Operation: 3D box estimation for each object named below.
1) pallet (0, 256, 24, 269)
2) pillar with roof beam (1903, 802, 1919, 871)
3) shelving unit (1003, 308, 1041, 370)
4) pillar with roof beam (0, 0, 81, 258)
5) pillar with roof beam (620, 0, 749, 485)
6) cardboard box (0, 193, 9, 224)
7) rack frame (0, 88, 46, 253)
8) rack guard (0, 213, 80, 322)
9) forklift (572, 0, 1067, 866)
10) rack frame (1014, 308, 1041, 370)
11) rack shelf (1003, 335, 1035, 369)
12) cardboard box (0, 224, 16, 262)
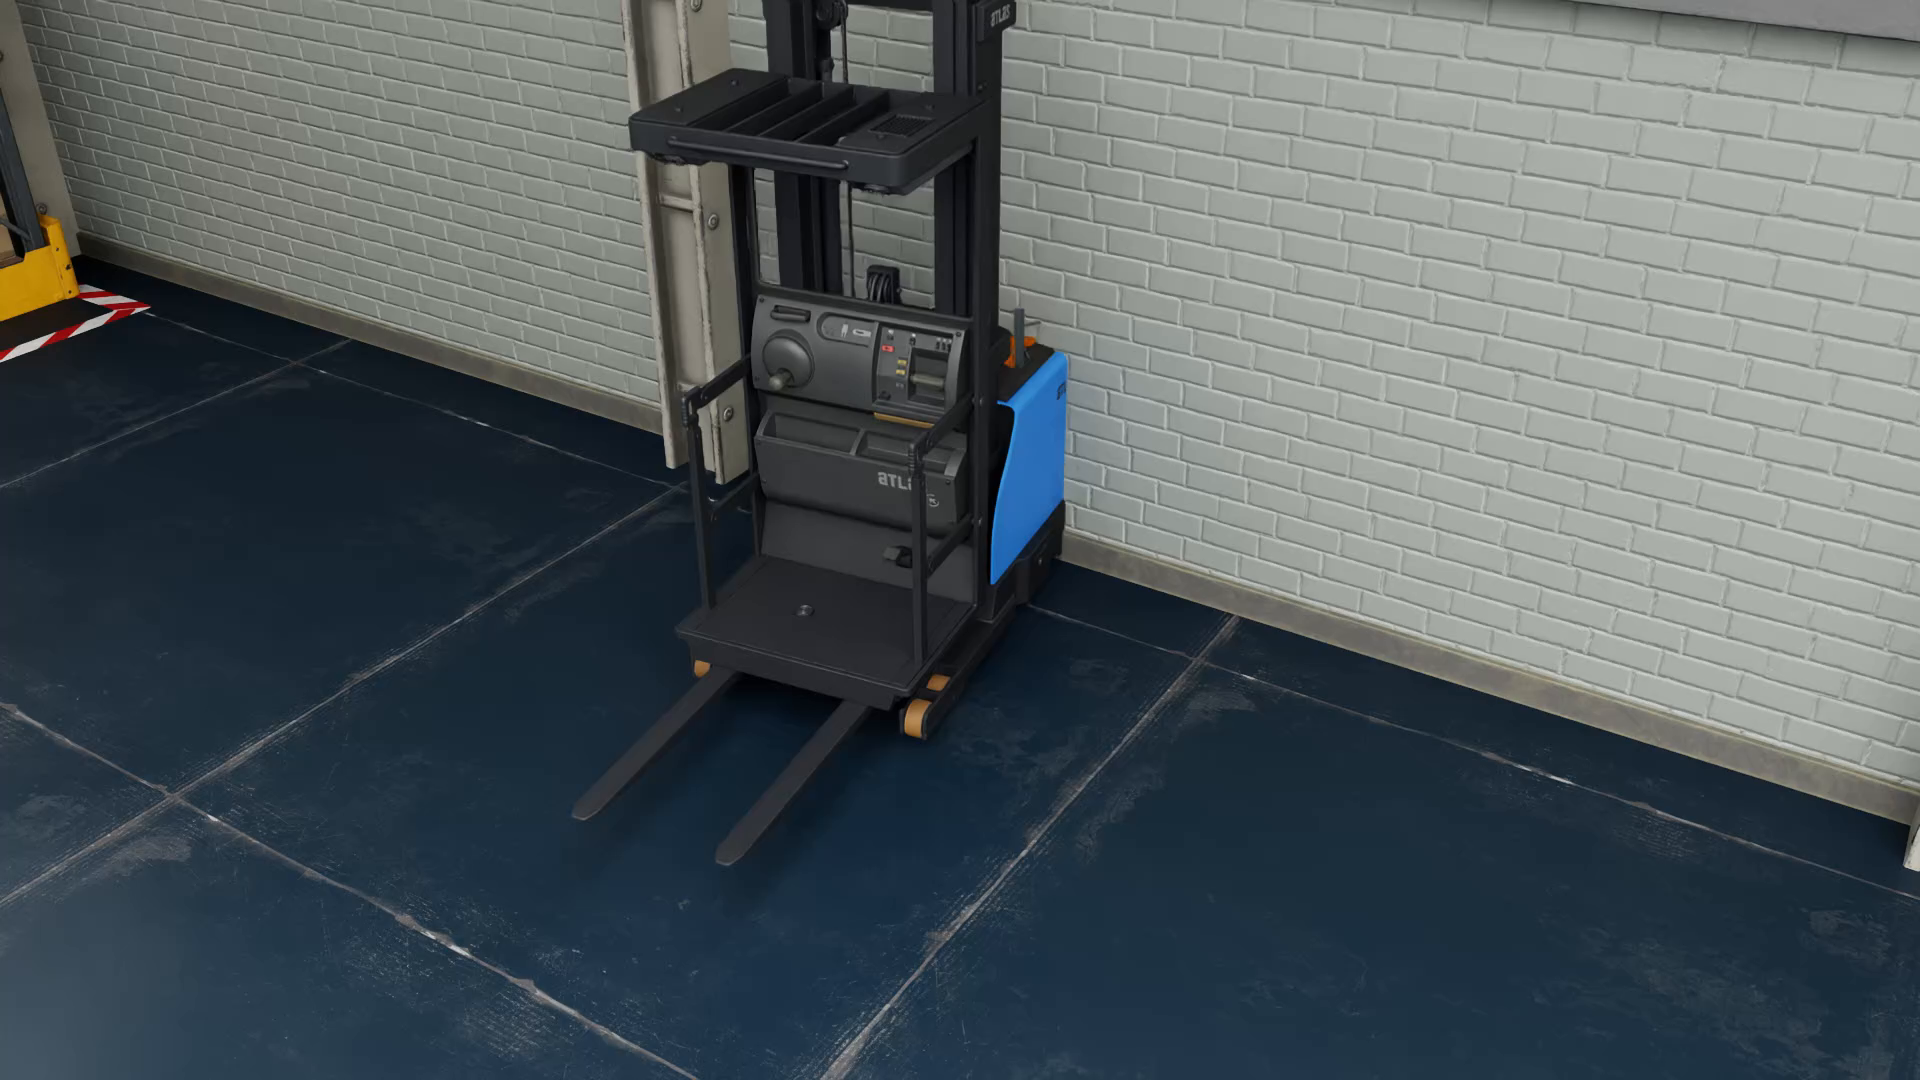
[{"bbox_3d":[-6.972,-1.723,10.994,1.213,0.211,1.003,18,35,27],"label":"pallet"},{"bbox_3d":[1.462,-0.851,0.778,0.400,9.000,9.100,18,35,27],"label":"pillar with roof beam"},{"bbox_3d":[-0.099,-0.573,7.900,1.048,1.125,0.538,6,14,25],"label":"shelving unit"},{"bbox_3d":[-8.701,-4.065,6.288,0.400,9.000,9.100,18,35,27],"label":"pillar with roof beam"},{"bbox_3d":[-3.620,-2.458,3.533,0.400,9.000,9.100,18,35,27],"label":"pillar with roof beam"},{"bbox_3d":[-6.590,-2.165,10.799,0.500,0.250,0.500,18,35,28],"label":"cardboard box"},{"bbox_3d":[-6.302,-2.740,9.970,0.127,3.000,1.000,18,35,27],"label":"rack frame"},{"bbox_3d":[-6.282,-1.654,10.589,0.348,0.500,1.175,18,35,27],"label":"rack guard"},{"bbox_3d":[-0.503,-0.694,6.531,1.130,2.935,3.031,13,33,20],"label":"forklift"},{"bbox_3d":[0.359,-0.521,7.684,0.032,1.125,0.500,6,14,25],"label":"rack frame"},{"bbox_3d":[-0.097,-0.858,7.834,1.000,0.278,0.538,6,14,25],"label":"rack shelf"},{"bbox_3d":[-6.614,-1.949,10.926,0.500,0.250,0.500,18,35,28],"label":"cardboard box"}]
